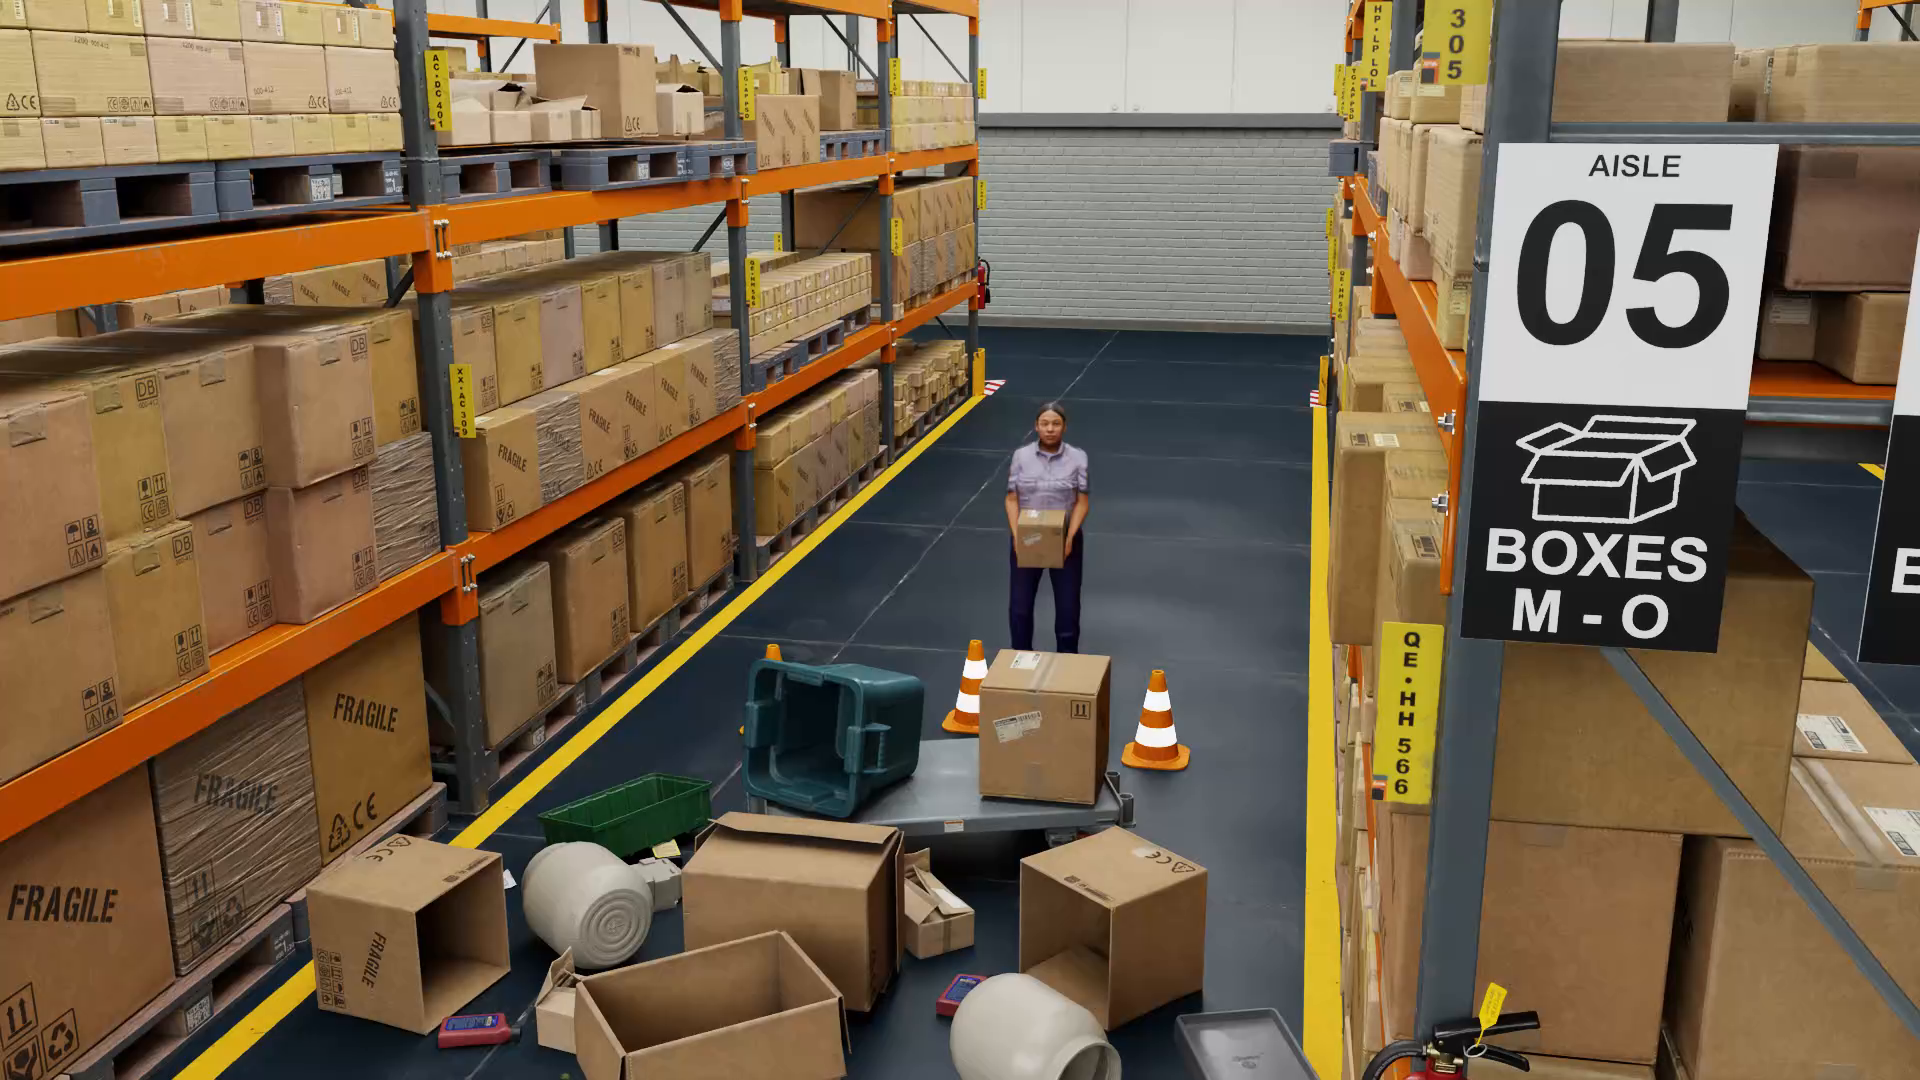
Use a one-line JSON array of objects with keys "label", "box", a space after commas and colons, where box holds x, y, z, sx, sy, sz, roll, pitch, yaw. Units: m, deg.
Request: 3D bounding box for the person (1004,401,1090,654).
[{"label": "person", "box": [0.479, 0.060, 9.301, 0.480, 1.652, 0.469, 2, 15, 7]}]
